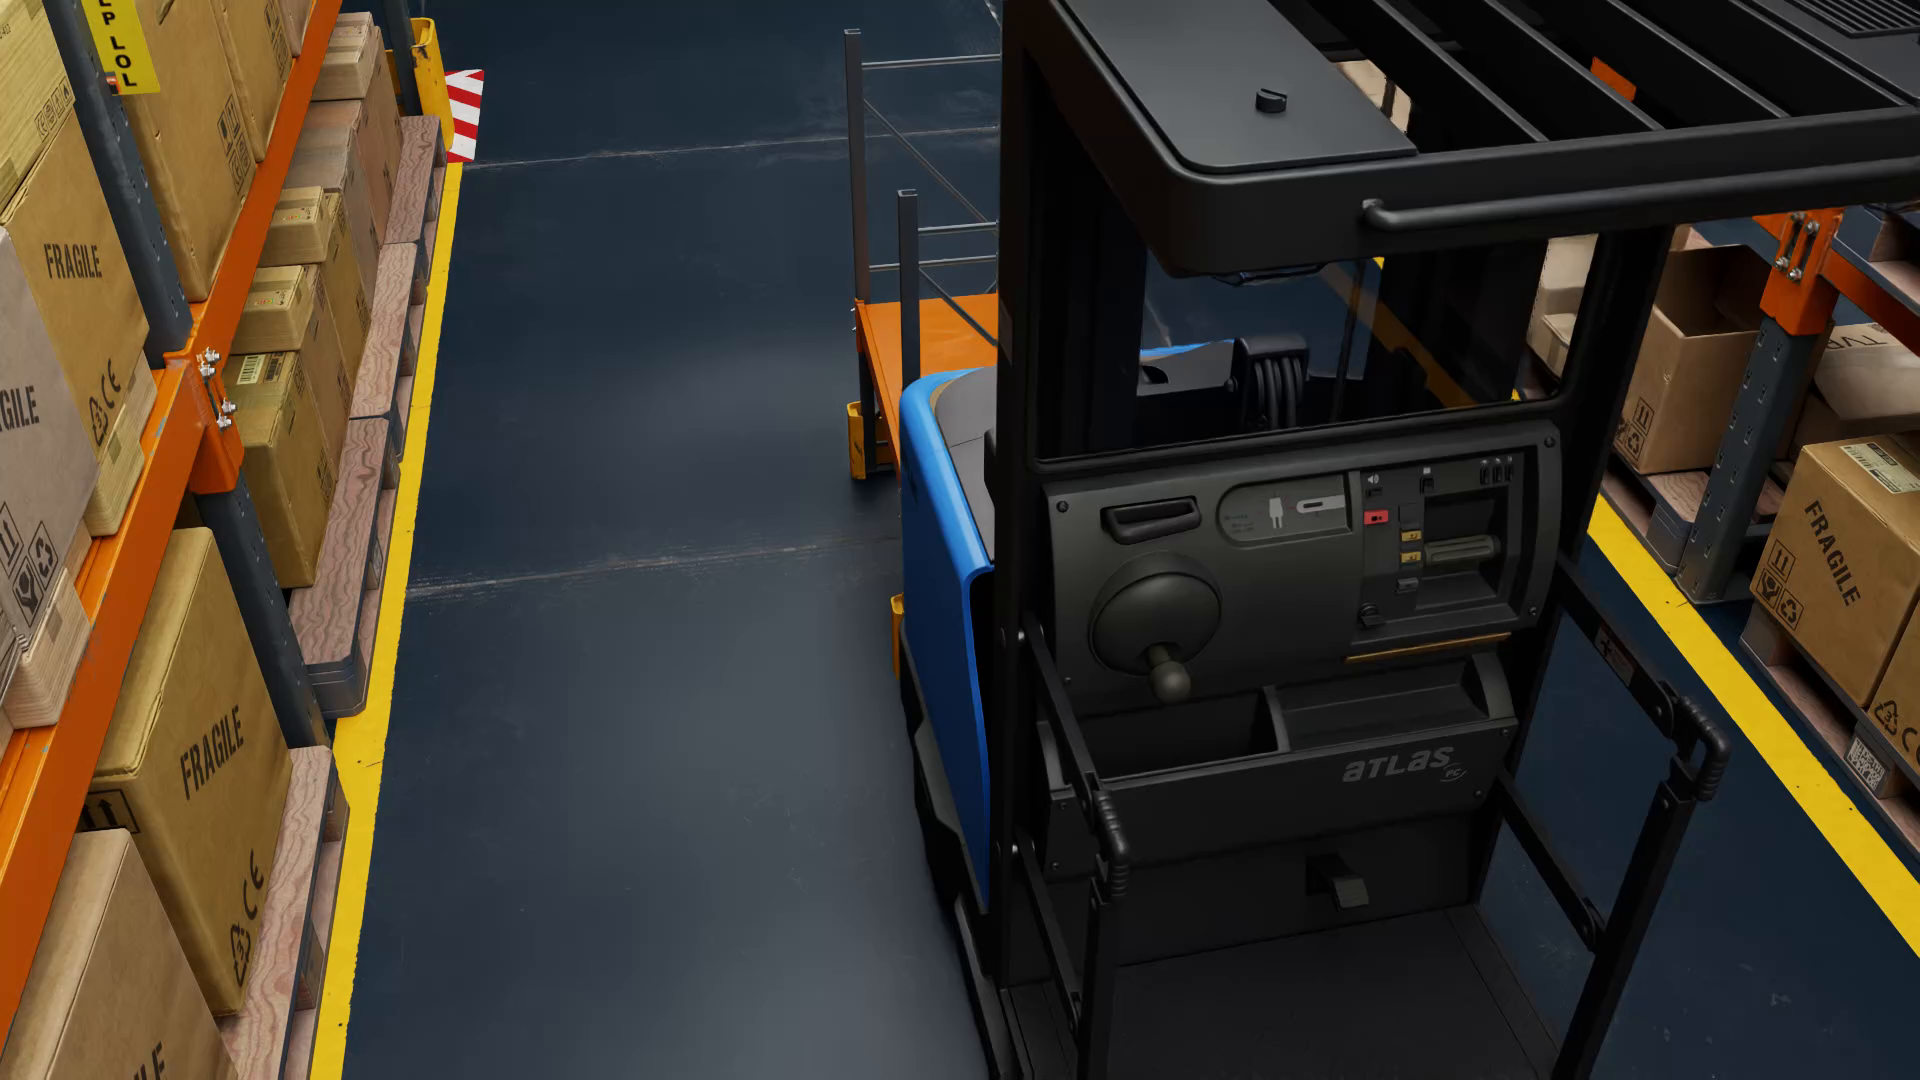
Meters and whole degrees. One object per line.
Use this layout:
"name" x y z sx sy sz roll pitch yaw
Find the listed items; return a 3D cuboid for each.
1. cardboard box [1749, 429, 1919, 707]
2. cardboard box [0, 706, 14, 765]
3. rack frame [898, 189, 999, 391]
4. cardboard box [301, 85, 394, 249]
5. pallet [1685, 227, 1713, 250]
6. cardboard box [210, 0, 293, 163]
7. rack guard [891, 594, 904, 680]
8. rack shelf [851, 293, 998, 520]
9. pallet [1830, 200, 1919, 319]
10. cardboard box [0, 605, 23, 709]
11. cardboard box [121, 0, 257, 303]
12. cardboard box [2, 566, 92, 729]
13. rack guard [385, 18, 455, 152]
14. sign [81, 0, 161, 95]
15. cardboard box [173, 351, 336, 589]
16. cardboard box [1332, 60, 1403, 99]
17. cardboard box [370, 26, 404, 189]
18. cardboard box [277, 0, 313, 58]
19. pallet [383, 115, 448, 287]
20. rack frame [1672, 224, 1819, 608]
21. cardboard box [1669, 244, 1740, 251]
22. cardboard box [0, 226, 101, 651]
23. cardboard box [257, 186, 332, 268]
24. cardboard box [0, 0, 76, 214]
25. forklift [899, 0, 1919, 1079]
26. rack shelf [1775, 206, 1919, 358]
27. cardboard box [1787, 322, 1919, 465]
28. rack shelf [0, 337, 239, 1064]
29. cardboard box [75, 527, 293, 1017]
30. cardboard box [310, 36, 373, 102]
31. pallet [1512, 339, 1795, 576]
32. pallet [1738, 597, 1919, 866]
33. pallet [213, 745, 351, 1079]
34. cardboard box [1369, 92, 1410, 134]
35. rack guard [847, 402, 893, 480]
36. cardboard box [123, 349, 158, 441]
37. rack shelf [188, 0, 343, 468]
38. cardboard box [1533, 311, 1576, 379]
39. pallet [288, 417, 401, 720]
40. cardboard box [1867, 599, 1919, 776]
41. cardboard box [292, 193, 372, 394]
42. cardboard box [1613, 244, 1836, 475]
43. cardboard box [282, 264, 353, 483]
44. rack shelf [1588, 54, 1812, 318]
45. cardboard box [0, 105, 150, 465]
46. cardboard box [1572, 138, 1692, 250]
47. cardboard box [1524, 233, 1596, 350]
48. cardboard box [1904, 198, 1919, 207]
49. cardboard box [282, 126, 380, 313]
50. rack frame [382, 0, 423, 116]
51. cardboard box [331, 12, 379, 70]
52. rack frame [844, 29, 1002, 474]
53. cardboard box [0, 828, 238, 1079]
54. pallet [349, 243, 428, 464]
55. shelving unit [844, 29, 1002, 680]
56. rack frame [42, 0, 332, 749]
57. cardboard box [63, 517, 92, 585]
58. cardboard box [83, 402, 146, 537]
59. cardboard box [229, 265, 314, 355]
"cardboard box" 2.527 0.059 4.408 0.500 0.500 0.500 -8 39 -10
"cardboard box" -1.706 0.347 2.547 0.380 0.149 0.250 -6 38 -8
"rack frame" 0.104 -0.234 4.328 0.500 1.500 0.032 -6 38 -8
"cardboard box" -2.587 -1.418 6.325 0.700 0.500 0.500 -6 38 -8
"pallet" 2.345 -1.124 6.526 1.003 0.211 1.213 -6 38 -8
"cardboard box" -2.396 -1.427 4.397 0.980 0.700 0.700 -7 38 -9
"rack guard" 0.101 0.248 4.727 0.587 0.250 0.087 -6 38 -8
"rack shelf" 0.015 -0.399 4.834 0.538 0.185 1.000 -6 38 -8
"pallet" 2.715 -0.502 3.608 1.003 0.211 1.213 -6 38 -8
"cardboard box" -1.686 0.161 2.258 0.500 0.500 0.500 -6 38 -8
"cardboard box" -2.273 -0.985 3.829 0.980 0.700 0.700 -6 38 -7
"cardboard box" -1.684 0.192 2.746 0.380 0.149 0.250 -6 38 -8
"rack guard" -2.900 -1.981 7.392 1.175 0.500 0.348 -6 38 -8
"sign" -1.662 -1.028 3.248 0.100 0.325 0.005 -6 38 -8
"cardboard box" -2.224 -0.179 4.730 0.700 0.500 0.500 -6 38 -7
"cardboard box" 1.884 -1.915 7.153 0.500 0.250 0.500 -6 38 -8
"cardboard box" -2.674 -1.720 6.714 0.700 0.500 0.500 -6 38 -8
"cardboard box" -2.533 -1.865 4.961 0.980 0.700 0.700 -8 39 -10
"pallet" -2.678 -1.378 6.851 1.003 0.211 1.213 -6 38 -8
"rack frame" 2.682 -1.072 4.185 1.000 3.000 0.127 -6 38 -8
"cardboard box" 2.660 -0.925 5.947 0.380 0.166 0.250 -6 38 -8
"cardboard box" -1.766 -0.143 2.649 0.500 0.500 0.500 -6 38 -8
"cardboard box" -2.197 -0.977 5.229 0.380 0.149 0.250 -7 38 -9
"cardboard box" -1.861 -0.744 2.811 0.500 0.250 0.500 -5 38 -7
"forklift" 0.653 0.111 2.718 1.130 2.935 3.031 -8 38 -10
"rack shelf" 3.033 0.420 2.851 1.077 0.370 4.000 -6 38 -8
"cardboard box" 2.821 -0.461 5.232 0.500 0.311 0.500 -6 38 -8
"rack shelf" -1.844 0.955 2.163 1.077 0.370 4.000 -6 38 -8
"cardboard box" -1.952 0.524 3.540 0.750 0.750 0.750 -6 38 -7
"cardboard box" -2.427 -1.764 6.242 0.380 0.149 0.250 -5 38 -7
"pallet" 2.563 -0.386 5.575 1.003 0.211 1.213 -6 38 -8
"pallet" 2.862 0.516 4.414 1.003 0.211 1.213 -6 38 -8
"pallet" -1.985 1.022 3.763 1.003 0.211 1.213 -6 38 -8
"cardboard box" 1.972 -1.613 6.764 0.500 0.250 0.500 -6 38 -8
"rack guard" -0.074 -0.353 5.501 0.587 0.250 0.087 -6 38 -8
"cardboard box" -1.856 -0.272 3.344 0.380 0.149 0.250 -6 38 -8
"rack shelf" -2.545 -1.461 5.272 1.077 0.370 4.000 -6 38 -8
"cardboard box" 2.178 -0.654 5.612 0.380 0.149 0.250 -6 38 -8
"pallet" -2.251 0.096 4.954 1.003 0.211 1.213 -6 38 -8
"cardboard box" 2.631 0.380 3.994 0.500 0.500 0.500 -6 38 -7
"cardboard box" -2.397 -0.793 5.521 0.700 0.500 0.500 -5 38 -7
"cardboard box" 2.303 -0.573 5.221 0.500 0.500 0.500 -6 38 -8
"cardboard box" -2.309 -0.483 5.121 0.700 0.500 0.500 -7 38 -8
"rack shelf" 2.331 -1.996 5.961 1.077 0.370 4.000 -6 38 -8
"cardboard box" -1.865 -0.451 3.045 0.500 0.500 0.500 -7 38 -9
"cardboard box" 2.348 -1.395 6.276 0.797 0.503 0.637 -6 38 -8
"cardboard box" 2.171 -0.951 5.862 0.500 0.311 0.500 -6 38 -8
"cardboard box" 2.545 -0.968 3.627 0.700 0.500 0.500 -19 42 -23
"cardboard box" -2.498 -1.114 5.934 0.700 0.500 0.500 -7 38 -9
"rack frame" -2.896 -2.953 6.607 1.000 3.000 0.127 -6 38 -8
"cardboard box" -2.472 -1.918 6.441 0.380 0.149 0.250 -7 38 -8
"rack frame" -0.074 -0.848 5.119 0.500 1.500 0.032 -6 38 -8
"cardboard box" -1.794 1.061 2.849 0.750 0.750 0.750 -5 38 -7
"pallet" -2.468 -0.642 5.905 1.003 0.211 1.213 -6 38 -8
"shelving unit" 0.013 -0.546 4.731 0.587 1.500 1.083 -6 38 -8
"rack frame" -2.194 -0.537 3.497 1.000 3.000 0.127 -6 38 -8
"cardboard box" -1.788 0.039 2.944 0.380 0.149 0.250 -5 38 -7
"cardboard box" -1.789 -0.122 3.151 0.380 0.149 0.250 -6 38 -7
"cardboard box" -2.105 -0.661 4.823 0.380 0.149 0.250 -5 38 -6
